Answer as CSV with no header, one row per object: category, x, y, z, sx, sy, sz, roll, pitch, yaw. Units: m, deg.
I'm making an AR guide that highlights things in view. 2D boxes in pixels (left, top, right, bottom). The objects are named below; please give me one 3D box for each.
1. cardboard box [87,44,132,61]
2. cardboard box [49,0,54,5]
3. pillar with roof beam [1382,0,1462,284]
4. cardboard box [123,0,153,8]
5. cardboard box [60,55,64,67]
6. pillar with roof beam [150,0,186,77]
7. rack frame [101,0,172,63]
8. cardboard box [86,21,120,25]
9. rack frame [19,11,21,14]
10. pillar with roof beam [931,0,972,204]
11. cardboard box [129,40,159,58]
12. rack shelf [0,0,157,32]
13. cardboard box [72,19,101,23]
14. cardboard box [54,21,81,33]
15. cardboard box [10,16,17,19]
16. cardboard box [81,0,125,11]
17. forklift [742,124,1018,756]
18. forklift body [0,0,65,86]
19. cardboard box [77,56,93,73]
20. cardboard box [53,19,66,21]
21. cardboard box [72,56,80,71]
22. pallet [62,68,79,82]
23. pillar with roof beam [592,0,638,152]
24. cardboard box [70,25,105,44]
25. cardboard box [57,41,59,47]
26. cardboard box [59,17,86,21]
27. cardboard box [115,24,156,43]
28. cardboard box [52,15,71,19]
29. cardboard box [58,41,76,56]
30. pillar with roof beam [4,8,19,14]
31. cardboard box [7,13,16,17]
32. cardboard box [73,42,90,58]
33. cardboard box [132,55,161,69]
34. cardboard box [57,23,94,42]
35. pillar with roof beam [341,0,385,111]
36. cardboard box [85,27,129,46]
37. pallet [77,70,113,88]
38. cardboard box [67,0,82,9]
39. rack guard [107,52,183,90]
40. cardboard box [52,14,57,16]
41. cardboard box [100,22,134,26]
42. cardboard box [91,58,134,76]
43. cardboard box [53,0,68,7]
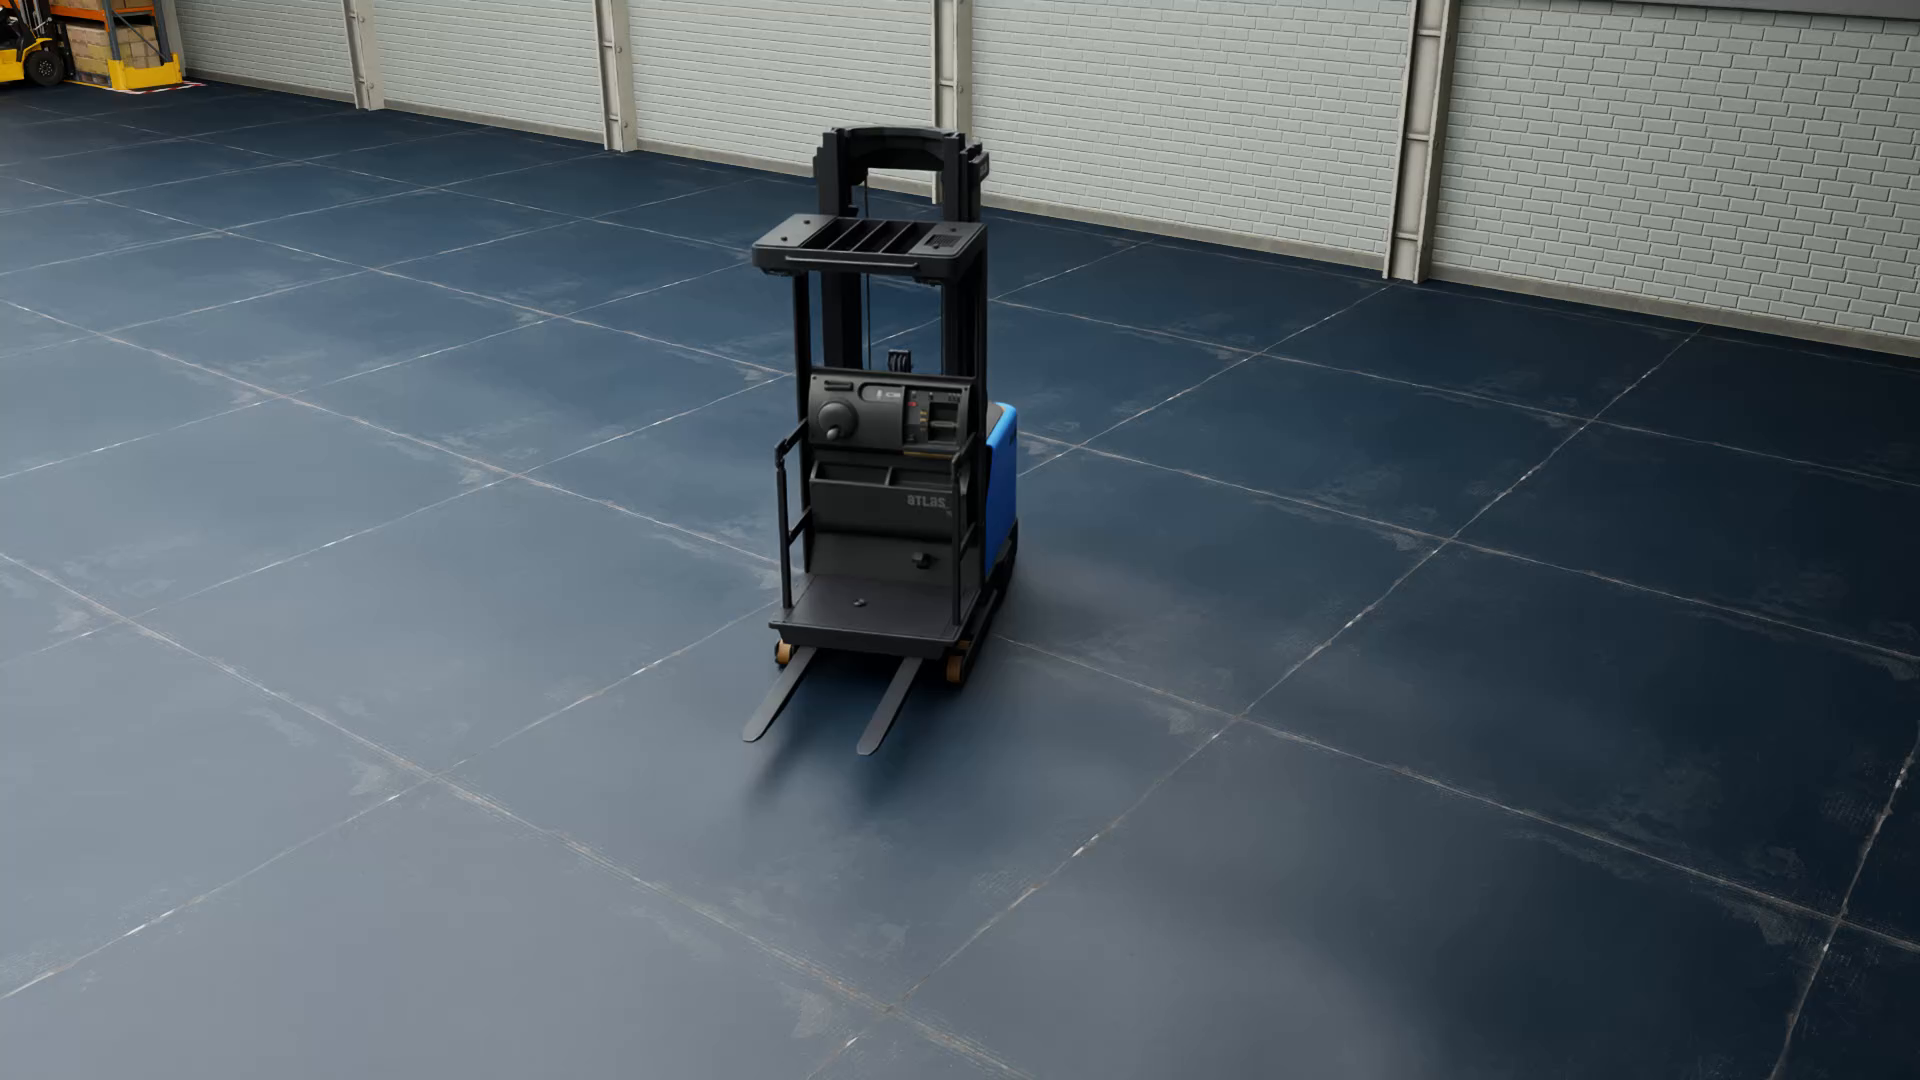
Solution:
cardboard box,-15.066,-8.662,29.458,0.500,0.250,0.500,16,29,33
cardboard box,-16.269,-9.933,29.949,0.500,0.500,0.500,17,29,34
pillar with roof beam,2.117,-5.494,12.559,0.400,9.000,9.100,17,29,33
cardboard box,-14.719,-9.738,29.506,0.500,0.500,0.500,18,29,35
cardboard box,-16.271,-8.794,30.377,0.500,0.250,0.500,18,29,35
pillar with roof beam,-17.088,-11.298,25.731,0.400,9.000,9.100,17,29,33
rack frame,-14.489,-9.482,29.051,0.127,3.000,1.000,17,29,33
cardboard box,-15.556,-9.295,30.276,0.500,0.250,0.500,17,29,33
rack frame,-17.690,-10.450,31.247,0.127,3.000,1.000,17,29,33
pillar with roof beam,-2.684,-6.945,15.852,0.400,9.000,9.100,17,29,33
cardboard box,-14.741,-8.826,29.830,0.500,0.250,0.500,17,29,34
rack shelf,-16.090,-9.637,30.294,4.000,0.370,1.077,17,29,33
cardboard box,-15.962,-9.421,30.562,0.500,0.250,0.500,16,28,32
cardboard box,-16.267,-9.250,30.173,0.500,0.250,0.500,16,28,32
cardboard box,-17.491,-9.623,31.019,0.500,0.250,0.500,16,29,33
cardboard box,-15.040,-9.562,29.109,0.500,0.500,0.500,16,28,32
forklift,-0.446,-0.691,9.183,1.130,2.935,3.031,5,24,11
forklift body,-17.101,-8.964,28.927,1.214,2.155,2.313,17,29,33
cardboard box,-15.447,-8.551,29.827,0.500,0.250,0.500,17,29,33
cardboard box,-16.683,-9.379,30.467,0.500,0.250,0.500,18,29,35
cardboard box,-15.842,-8.675,30.108,0.500,0.250,0.500,17,29,34
pallet,-16.098,-8.673,30.672,1.213,0.211,1.003,17,29,33
pillar with roof beam,-7.485,-8.396,19.145,0.400,9.000,9.100,17,29,33
cardboard box,-15.457,-9.006,29.620,0.500,0.250,0.500,17,29,34
cardboard box,-16.285,-9.027,30.287,0.500,0.250,0.500,17,29,33
cardboard box,-16.369,-9.540,30.832,0.500,0.250,0.500,17,29,34
cardboard box,-14.760,-9.051,29.722,0.500,0.250,0.500,16,29,33
cardboard box,-16.766,-9.667,31.119,0.500,0.250,0.500,16,29,33
cardboard box,-15.887,-8.905,30.009,0.500,0.250,0.500,16,28,32
pillar with roof beam,-21.889,-12.749,29.024,0.400,9.000,9.100,17,29,33
cardboard box,-18.730,-9.868,32.350,0.625,0.625,0.875,16,29,33
cardboard box,-15.461,-8.787,29.741,0.500,0.250,0.500,16,29,33
cardboard box,-14.765,-8.598,29.934,0.500,0.250,0.500,17,29,34
cardboard box,-15.867,-9.125,29.889,0.500,0.250,0.500,17,29,34
pillar with roof beam,-12.287,-9.847,22.438,0.400,9.000,9.100,17,29,33
cardboard box,-15.045,-8.885,29.344,0.500,0.250,0.500,18,29,35
pallet,-15.126,-8.378,30.002,1.213,0.211,1.003,17,29,33
cardboard box,-15.450,-9.691,29.400,0.500,0.500,0.500,18,29,35
rack guard,-14.470,-8.333,29.542,0.348,0.500,1.175,17,29,33
cardboard box,-17.180,-9.785,31.386,0.500,0.250,0.500,17,29,34
cardboard box,-15.162,-9.171,29.993,0.500,0.250,0.500,17,29,33
cardboard box,-15.055,-8.428,29.547,0.500,0.250,0.500,17,29,34
cardboard box,-15.860,-9.815,29.681,0.500,0.500,0.500,16,29,32
